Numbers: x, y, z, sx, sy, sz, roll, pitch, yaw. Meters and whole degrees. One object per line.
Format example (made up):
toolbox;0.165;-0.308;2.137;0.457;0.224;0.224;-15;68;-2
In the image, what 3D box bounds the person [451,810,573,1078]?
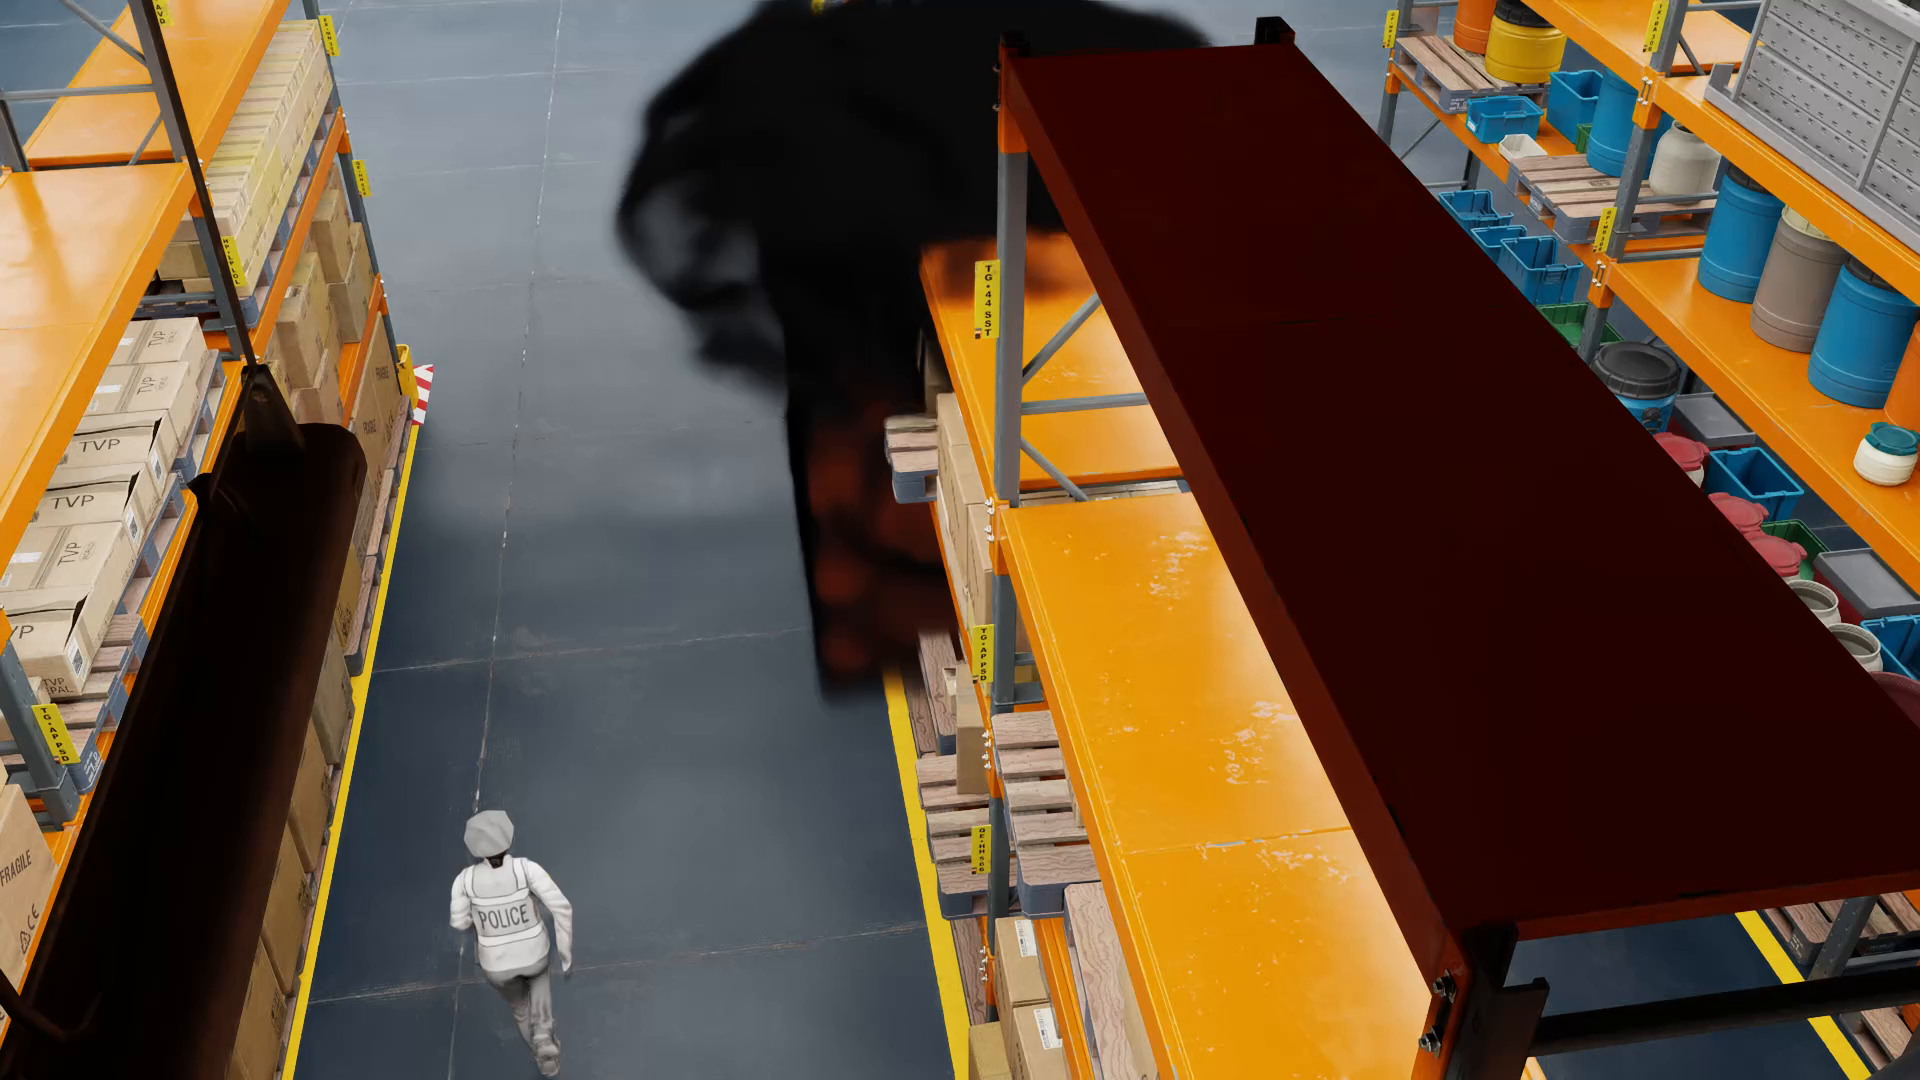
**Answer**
person;-2.313;2.132;8.720;0.605;1.628;0.668;-12;38;-15
